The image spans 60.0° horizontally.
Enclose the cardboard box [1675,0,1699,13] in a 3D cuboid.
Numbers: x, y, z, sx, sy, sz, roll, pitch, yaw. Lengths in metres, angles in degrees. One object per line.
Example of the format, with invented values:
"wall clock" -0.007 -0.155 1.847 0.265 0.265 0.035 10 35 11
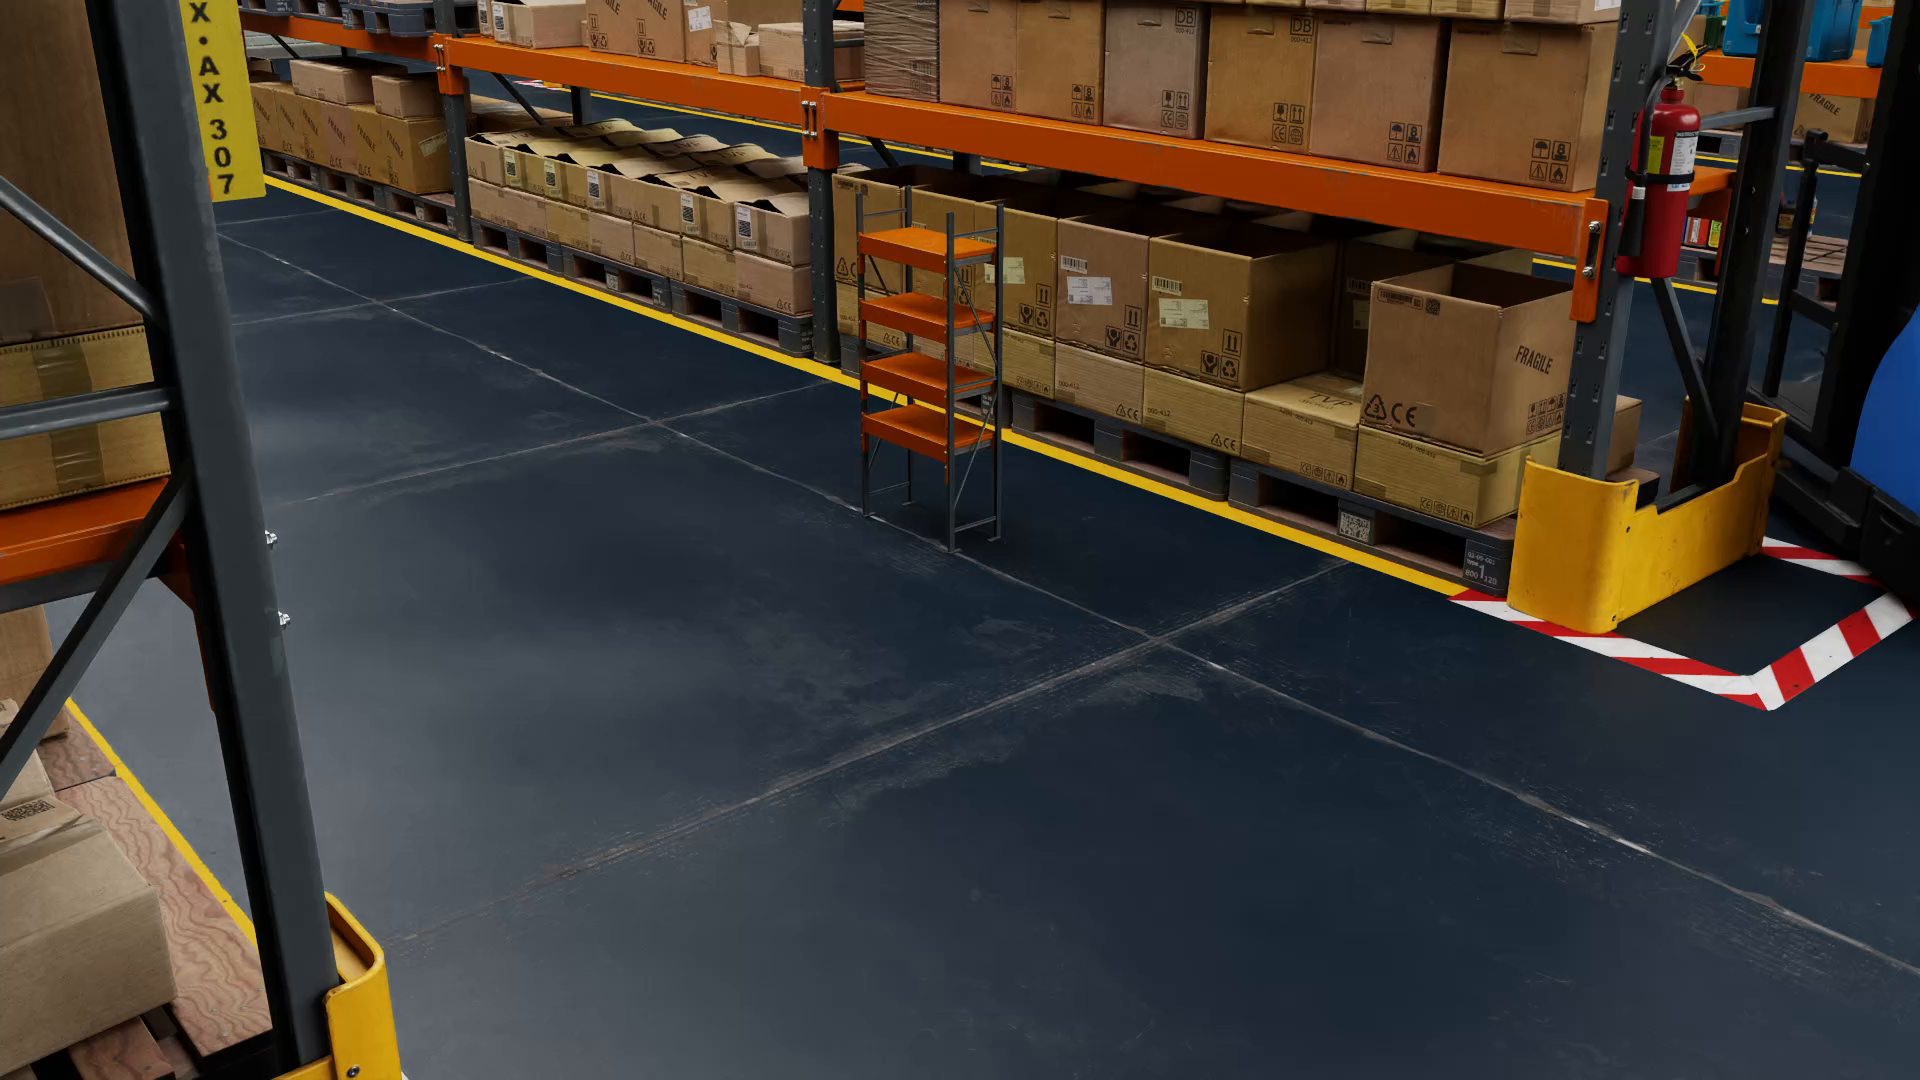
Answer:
"cardboard box" 2.209 -1.791 5.418 0.380 0.149 0.250 -18 27 -38

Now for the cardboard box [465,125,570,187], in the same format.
"cardboard box" -2.801 -2.455 10.565 0.500 0.311 0.500 -16 27 -36

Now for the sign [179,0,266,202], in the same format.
"sign" -1.038 -0.635 2.305 0.100 0.325 0.005 -17 27 -37

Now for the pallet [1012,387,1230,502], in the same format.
"pallet" 0.979 -0.523 7.030 1.003 0.211 1.213 -17 27 -37

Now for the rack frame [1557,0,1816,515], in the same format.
"rack frame" 2.302 -1.283 5.147 1.000 3.000 0.127 -17 27 -37

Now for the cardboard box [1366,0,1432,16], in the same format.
"cardboard box" 1.569 -1.834 5.528 0.380 0.149 0.250 -18 28 -38

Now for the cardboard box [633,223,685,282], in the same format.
"cardboard box" -1.463 -1.630 9.228 0.500 0.250 0.500 -17 27 -36

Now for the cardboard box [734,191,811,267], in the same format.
"cardboard box" -0.791 -1.608 8.402 0.500 0.311 0.500 -17 27 -37

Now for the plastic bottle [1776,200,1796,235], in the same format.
"plastic bottle" 5.042 -1.967 10.126 0.097 0.201 0.097 0 21 0

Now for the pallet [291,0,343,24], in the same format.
"pallet" -4.193 -3.940 12.194 1.003 0.211 1.213 -17 27 -37

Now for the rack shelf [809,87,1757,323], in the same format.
"rack shelf" 0.996 -1.501 6.689 1.077 0.370 4.000 -17 27 -37

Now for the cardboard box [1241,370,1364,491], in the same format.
"cardboard box" 1.393 -0.411 6.116 0.500 0.250 0.500 -17 27 -37

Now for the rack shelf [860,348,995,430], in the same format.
"rack shelf" -0.108 -0.542 5.907 0.258 0.148 0.480 -17 27 -37

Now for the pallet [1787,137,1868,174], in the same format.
"pallet" 7.663 -3.270 14.043 1.003 0.211 1.213 -17 27 -37

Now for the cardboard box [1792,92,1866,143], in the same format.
"cardboard box" 7.429 -3.657 14.060 0.500 0.500 0.500 -18 28 -39

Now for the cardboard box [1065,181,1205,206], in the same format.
"cardboard box" 0.806 -1.298 7.352 0.500 0.500 0.500 -17 27 -37

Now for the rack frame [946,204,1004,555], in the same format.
"rack frame" 0.051 -0.537 5.710 0.240 1.200 0.015 -17 27 -37

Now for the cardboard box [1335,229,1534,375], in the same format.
"cardboard box" 1.793 -0.886 6.300 0.500 0.500 0.500 -17 27 -37

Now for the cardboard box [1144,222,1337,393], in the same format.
"cardboard box" 1.063 -0.898 6.329 0.500 0.500 0.500 -17 27 -37

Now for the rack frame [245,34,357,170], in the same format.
"rack frame" -5.531 -4.598 13.612 1.000 3.000 0.127 -17 27 -37

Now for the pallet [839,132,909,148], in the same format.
"pallet" -0.504 -3.918 15.697 1.003 0.211 1.213 -17 27 -37

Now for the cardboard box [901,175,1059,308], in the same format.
"cardboard box" 0.089 -1.314 7.391 0.500 0.500 0.500 -17 27 -37

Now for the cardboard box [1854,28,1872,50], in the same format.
"cardboard box" 9.921 -5.464 18.330 1.050 0.750 0.750 -17 27 -37

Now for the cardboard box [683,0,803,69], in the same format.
"cardboard box" -1.142 -2.796 8.873 0.500 0.500 0.500 -15 26 -34

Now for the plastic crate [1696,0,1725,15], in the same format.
"plastic crate" 4.374 -3.256 10.388 0.499 0.251 0.616 -17 27 -37

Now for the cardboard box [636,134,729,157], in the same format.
"cardboard box" -1.720 -2.301 10.172 0.500 0.311 0.500 -18 27 -38

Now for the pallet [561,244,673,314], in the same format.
"pallet" -1.620 -1.621 9.834 1.003 0.211 1.213 -17 27 -37

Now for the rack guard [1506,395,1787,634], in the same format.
"rack guard" 2.318 -0.113 5.586 1.175 0.500 0.348 -17 27 -37

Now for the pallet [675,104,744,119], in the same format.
"pallet" -2.286 -4.672 17.623 1.003 0.211 1.213 -17 27 -37

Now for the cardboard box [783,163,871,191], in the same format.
"cardboard box" -0.713 -1.878 9.090 0.500 0.311 0.500 -18 28 -38

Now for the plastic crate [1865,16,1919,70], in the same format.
"plastic crate" 5.084 -2.640 8.815 0.499 0.251 0.408 -17 27 -37

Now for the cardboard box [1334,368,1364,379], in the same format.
"cardboard box" 1.791 -0.537 6.436 0.500 0.250 0.500 -17 27 -37

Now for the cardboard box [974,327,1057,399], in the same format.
"cardboard box" 0.409 -0.824 7.170 0.500 0.250 0.500 -17 27 -37

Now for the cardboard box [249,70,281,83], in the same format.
"cardboard box" -6.118 -3.729 14.217 0.500 0.500 0.500 -17 27 -37

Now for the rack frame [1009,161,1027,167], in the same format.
"rack frame" 0.835 -4.671 13.798 1.000 3.000 0.127 -17 27 -37

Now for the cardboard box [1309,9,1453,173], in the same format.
"cardboard box" 1.660 -1.606 5.833 0.700 0.500 0.500 -17 27 -36

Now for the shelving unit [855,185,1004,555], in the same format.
"shelving unit" -0.108 -0.604 5.882 0.258 1.200 0.503 -17 27 -37

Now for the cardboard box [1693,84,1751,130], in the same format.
"cardboard box" 6.814 -3.961 14.809 0.500 0.500 0.700 20 29 41

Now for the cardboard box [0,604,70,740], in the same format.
"cardboard box" -2.645 0.272 4.002 0.700 0.500 0.500 -20 29 -41

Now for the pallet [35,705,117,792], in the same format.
"pallet" -2.794 0.605 4.150 1.003 0.211 1.213 -17 27 -37

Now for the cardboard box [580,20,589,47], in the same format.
"cardboard box" -2.045 -3.037 9.970 0.380 0.149 0.250 -15 26 -34

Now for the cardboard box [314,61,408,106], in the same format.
"cardboard box" -4.419 -3.382 12.302 0.500 0.250 0.500 -18 28 -38

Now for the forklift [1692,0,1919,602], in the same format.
"forklift" 3.611 -1.485 5.757 1.130 2.935 3.031 1 21 2

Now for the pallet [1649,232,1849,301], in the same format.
"pallet" 4.653 -1.735 10.125 1.003 0.211 1.213 -17 27 -37

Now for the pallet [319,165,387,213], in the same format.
"pallet" -4.171 -2.747 12.708 1.003 0.211 1.213 -17 27 -37

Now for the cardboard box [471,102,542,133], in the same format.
"cardboard box" -3.347 -2.871 12.026 0.500 0.500 0.500 -19 28 -39

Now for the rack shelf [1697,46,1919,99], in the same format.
"rack shelf" 4.751 -2.679 9.697 1.077 0.370 4.000 -17 27 -37

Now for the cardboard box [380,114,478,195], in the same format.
"cardboard box" -3.708 -2.737 11.683 0.500 0.500 0.500 -16 27 -35

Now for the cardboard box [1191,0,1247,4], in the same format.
"cardboard box" 1.062 -2.049 6.077 0.380 0.149 0.250 -17 27 -36

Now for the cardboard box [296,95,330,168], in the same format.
"cardboard box" -4.723 -3.163 12.771 0.500 0.500 0.500 -17 27 -37

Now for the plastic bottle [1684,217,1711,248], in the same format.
"plastic bottle" 4.382 -1.877 9.795 0.152 0.276 0.135 -17 27 -37

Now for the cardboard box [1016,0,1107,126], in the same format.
"cardboard box" 0.659 -2.030 6.917 0.700 0.500 0.500 -17 27 -37

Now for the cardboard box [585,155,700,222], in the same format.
"cardboard box" -1.784 -2.029 9.476 0.500 0.311 0.500 -18 28 -38

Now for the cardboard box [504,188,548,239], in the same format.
"cardboard box" -2.472 -2.055 10.313 0.500 0.250 0.500 -18 28 -39
